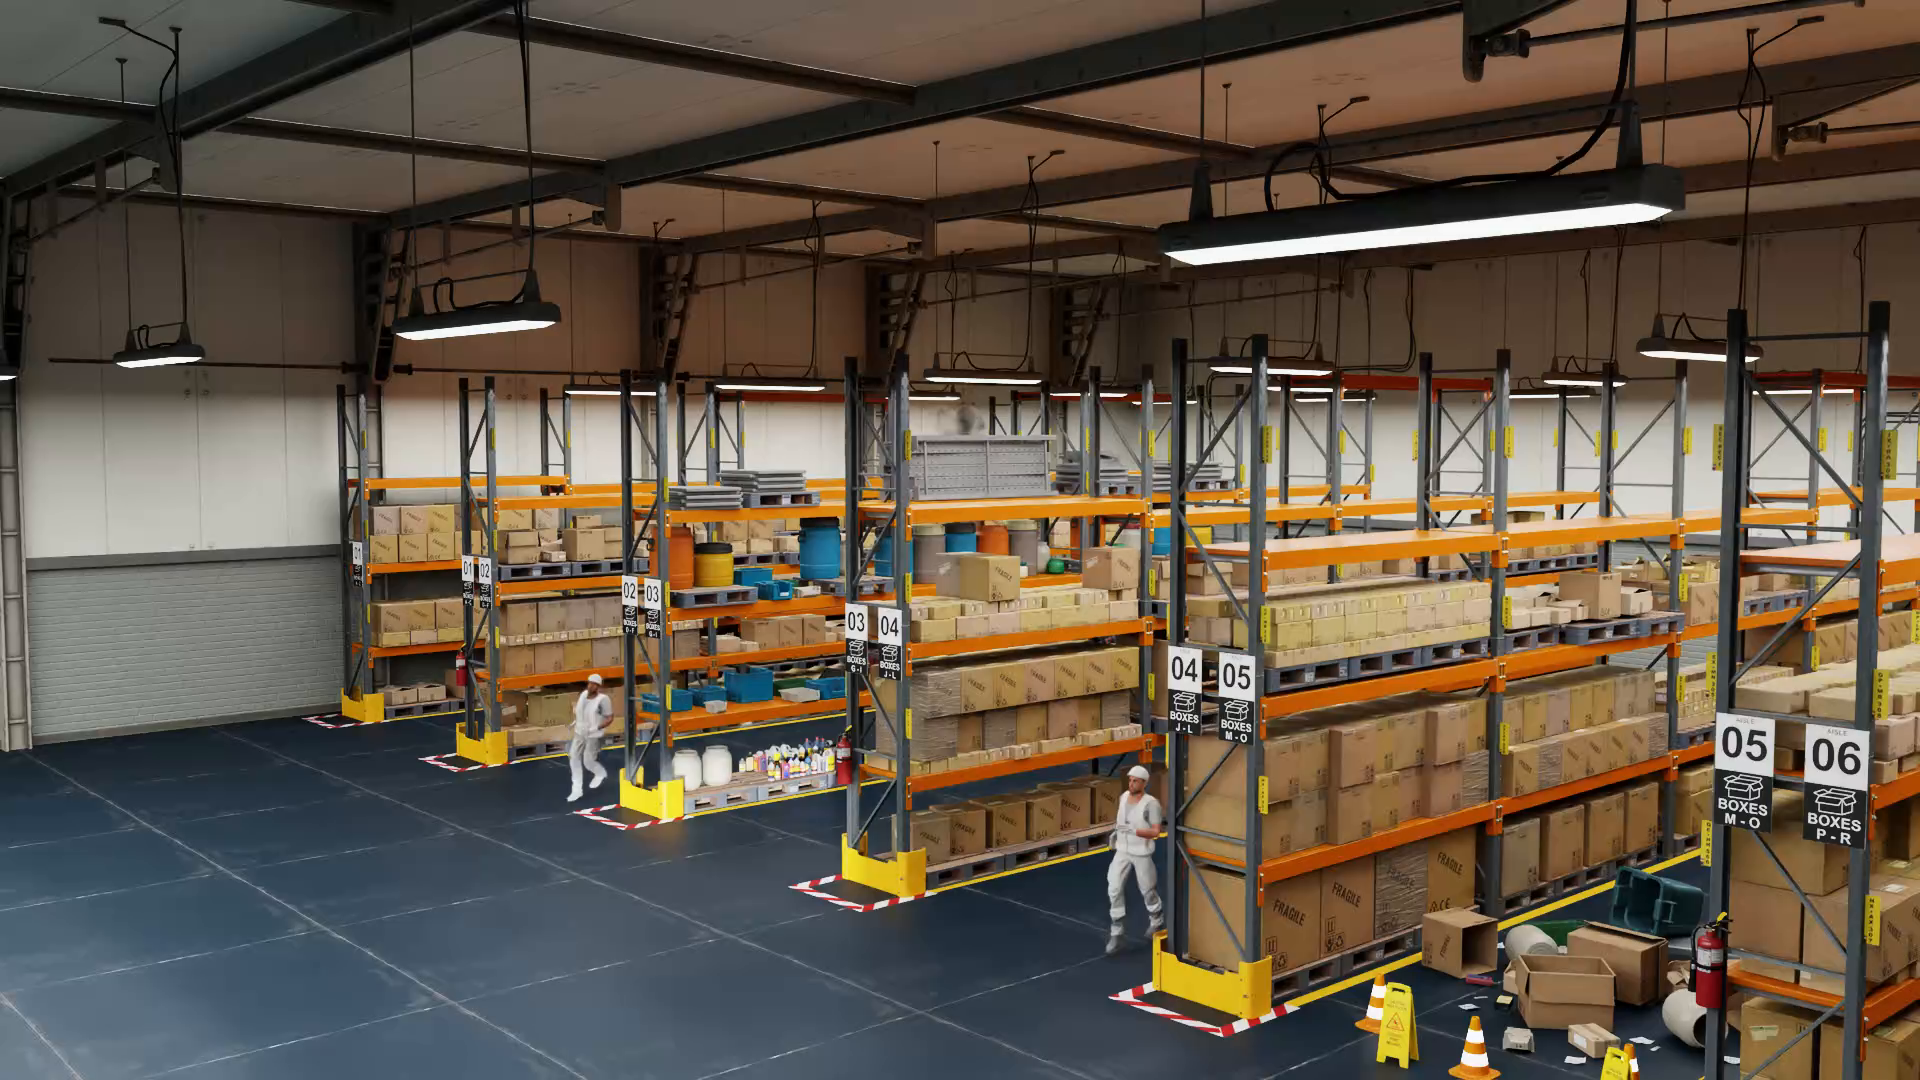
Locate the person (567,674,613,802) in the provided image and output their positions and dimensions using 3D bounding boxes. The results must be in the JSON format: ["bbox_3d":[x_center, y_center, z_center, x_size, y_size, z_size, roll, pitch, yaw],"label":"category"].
[{"bbox_3d":[-5.181,2.758,23.455,0.722,1.766,0.794,2,4,24],"label":"person"}]

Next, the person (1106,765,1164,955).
[{"bbox_3d":[1.751,3.163,16.620,0.654,1.835,0.789,3,5,37],"label":"person"}]
